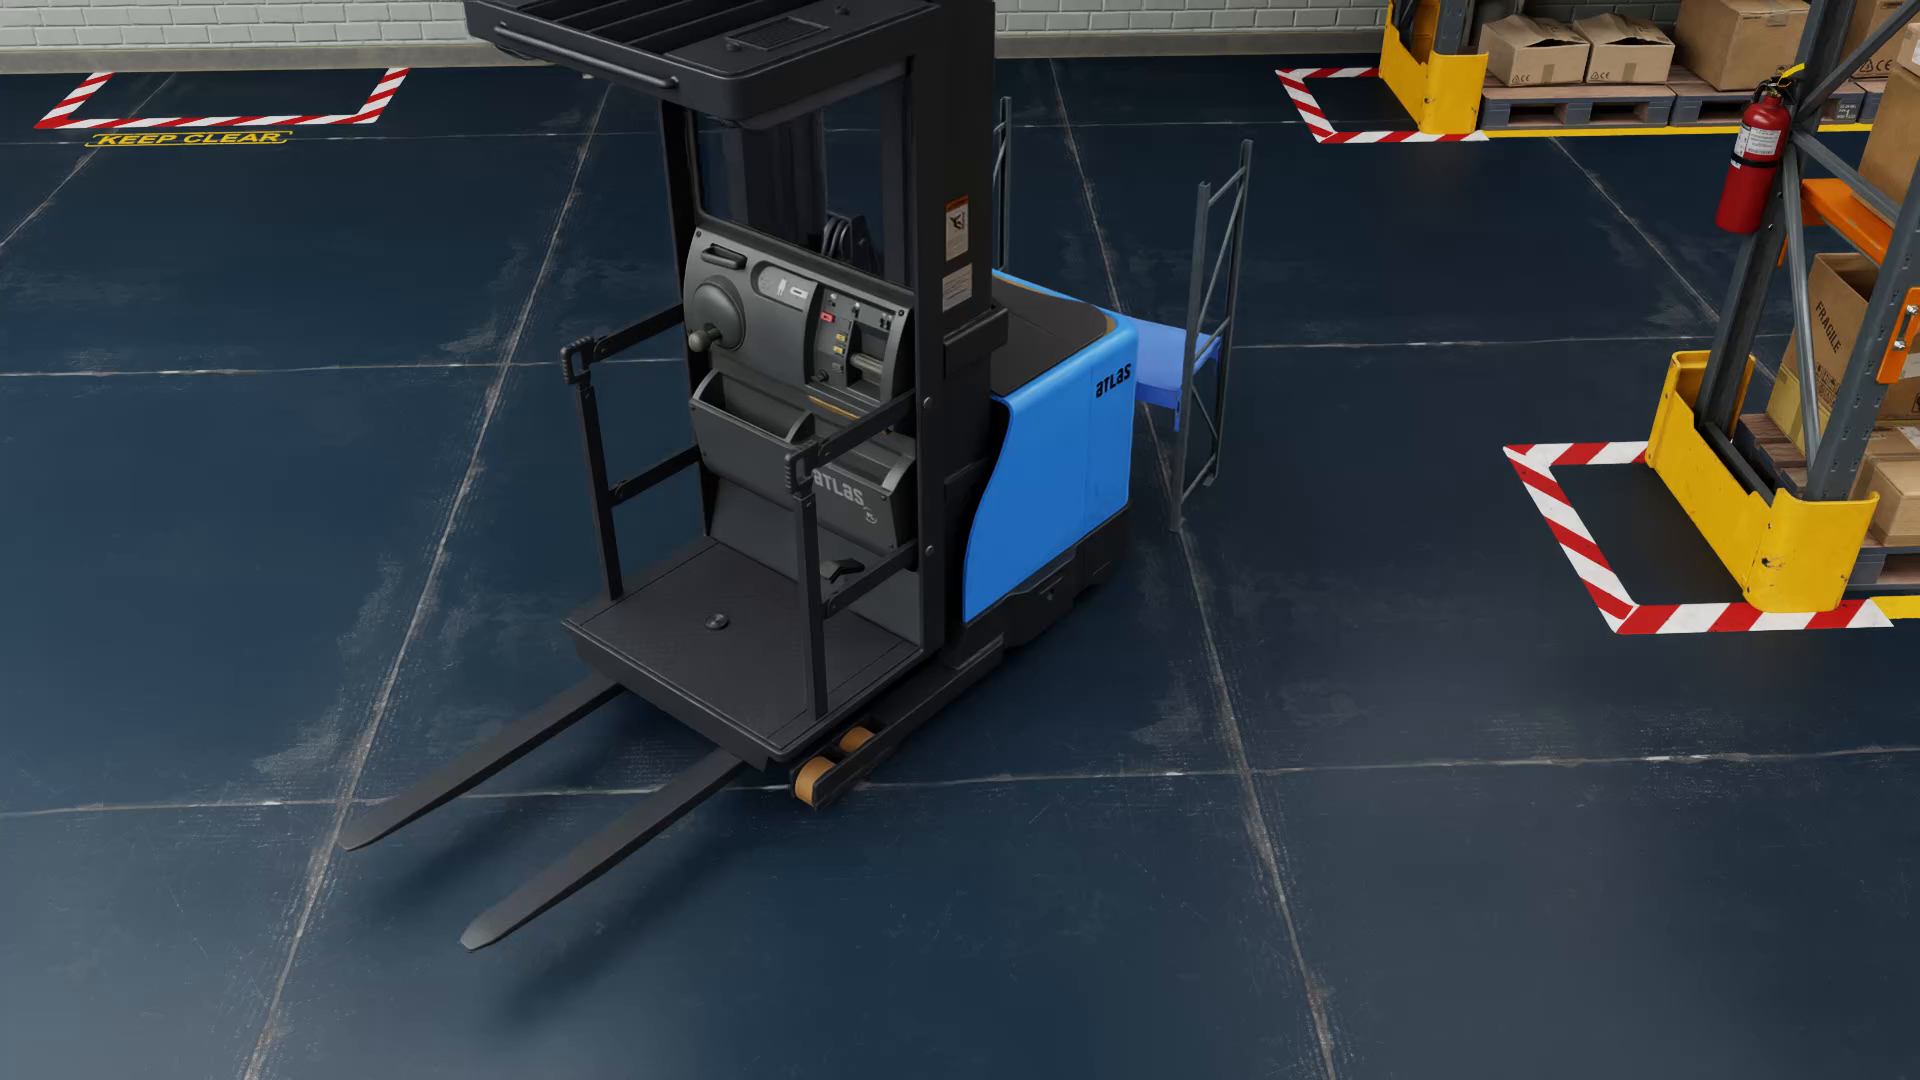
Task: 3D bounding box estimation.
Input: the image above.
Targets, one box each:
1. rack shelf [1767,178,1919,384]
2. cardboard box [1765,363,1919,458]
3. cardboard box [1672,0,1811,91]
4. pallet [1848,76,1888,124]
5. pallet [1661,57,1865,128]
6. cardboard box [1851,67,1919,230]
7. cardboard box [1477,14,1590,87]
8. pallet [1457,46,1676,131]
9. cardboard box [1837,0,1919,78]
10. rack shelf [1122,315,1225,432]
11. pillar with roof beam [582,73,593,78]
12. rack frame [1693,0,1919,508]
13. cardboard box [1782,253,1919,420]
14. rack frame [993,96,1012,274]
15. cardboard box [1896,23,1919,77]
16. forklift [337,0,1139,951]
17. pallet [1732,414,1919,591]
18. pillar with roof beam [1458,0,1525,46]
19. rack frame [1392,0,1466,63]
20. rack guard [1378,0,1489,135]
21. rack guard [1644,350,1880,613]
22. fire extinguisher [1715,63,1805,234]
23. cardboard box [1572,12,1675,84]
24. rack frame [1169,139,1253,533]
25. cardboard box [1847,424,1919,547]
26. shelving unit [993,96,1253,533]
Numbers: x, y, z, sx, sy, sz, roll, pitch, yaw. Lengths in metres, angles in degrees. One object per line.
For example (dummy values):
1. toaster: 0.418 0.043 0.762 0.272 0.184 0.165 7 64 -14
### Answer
1. rack shelf: 5.206 -1.048 6.261 4.000 0.370 1.077 -2 35 -2
2. cardboard box: 3.730 -0.514 6.905 0.500 0.250 0.500 -2 35 -2
3. cardboard box: 4.970 -3.233 10.596 0.500 0.500 0.700 -4 35 -5
4. pallet: 6.297 -3.029 10.941 1.213 0.211 1.003 -2 35 -2
5. pallet: 5.075 -2.994 10.891 1.213 0.211 1.003 -2 35 -2
6. cardboard box: 3.675 -1.336 5.957 0.500 0.500 0.700 -2 35 -2
7. cardboard box: 3.666 -3.149 10.640 0.500 0.311 0.500 -5 35 -8
8. pallet: 3.859 -2.963 10.846 1.213 0.211 1.003 -2 35 -2
9. cardboard box: 5.931 -3.316 10.715 0.500 0.500 0.500 -4 35 -6
10. rack shelf: 0.531 -0.760 6.847 1.000 0.185 0.538 16 38 22
11. pillar with roof beam: -2.161 -4.474 5.308 0.400 9.000 9.100 -2 35 -2
12. rack frame: 3.209 -1.290 5.978 0.127 3.000 1.000 -2 35 -2
13. cardboard box: 3.730 -0.824 6.693 0.500 0.500 0.500 -2 35 -2
14. rack frame: 0.080 -1.042 6.937 0.032 1.500 0.500 16 38 22
15. cardboard box: 3.581 -1.716 5.937 0.250 0.149 0.380 -2 35 -3
16. forklift: -0.664 -0.647 5.110 1.130 2.935 3.031 25 42 32
17. pallet: 3.970 -0.188 6.836 1.213 0.211 1.003 -2 35 -2
18. pillar with roof beam: 3.832 -4.636 5.541 0.400 9.000 9.100 -2 35 -2
19. rack frame: 2.970 -4.106 10.047 0.127 3.000 1.000 -2 35 -2
20. rack guard: 3.046 -3.080 10.761 0.348 0.500 1.175 -2 35 -2
21. rack guard: 3.185 -0.261 6.689 0.348 0.500 1.175 -2 35 -2
22. fire extinguisher: 3.068 -1.519 6.377 0.183 0.674 0.296 -2 35 -2
23. cardboard box: 4.235 -3.164 10.662 0.500 0.311 0.500 1 35 2
24. rack frame: 0.982 -0.775 6.552 0.032 1.500 0.500 16 38 22
25. cardboard box: 3.755 -0.220 6.479 0.500 0.250 0.500 -2 35 -2
26. shelving unit: 0.531 -0.908 6.745 1.048 1.500 0.538 16 38 22
